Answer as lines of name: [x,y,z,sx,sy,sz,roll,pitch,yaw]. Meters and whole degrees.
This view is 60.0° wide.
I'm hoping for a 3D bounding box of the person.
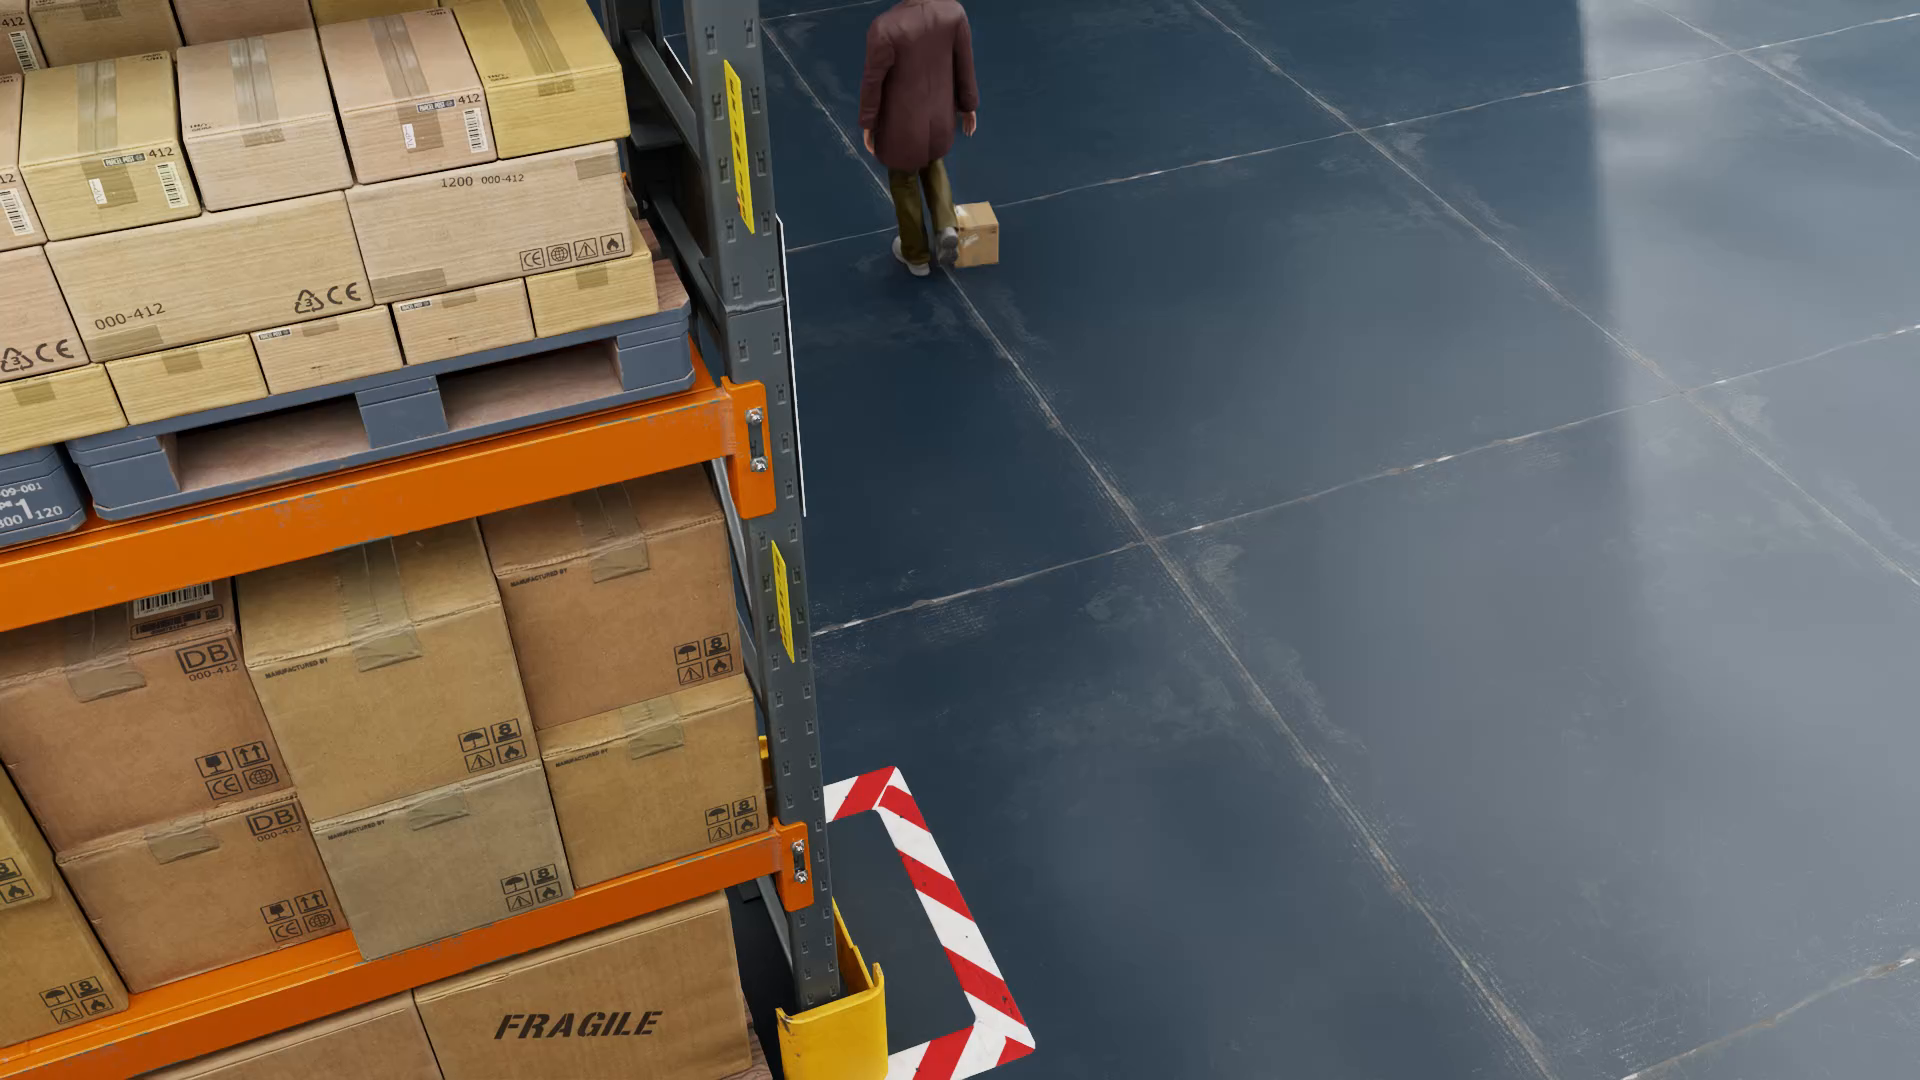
person: [-0.215,-2.123,8.703,0.653,1.574,0.534,-20,45,-21]
